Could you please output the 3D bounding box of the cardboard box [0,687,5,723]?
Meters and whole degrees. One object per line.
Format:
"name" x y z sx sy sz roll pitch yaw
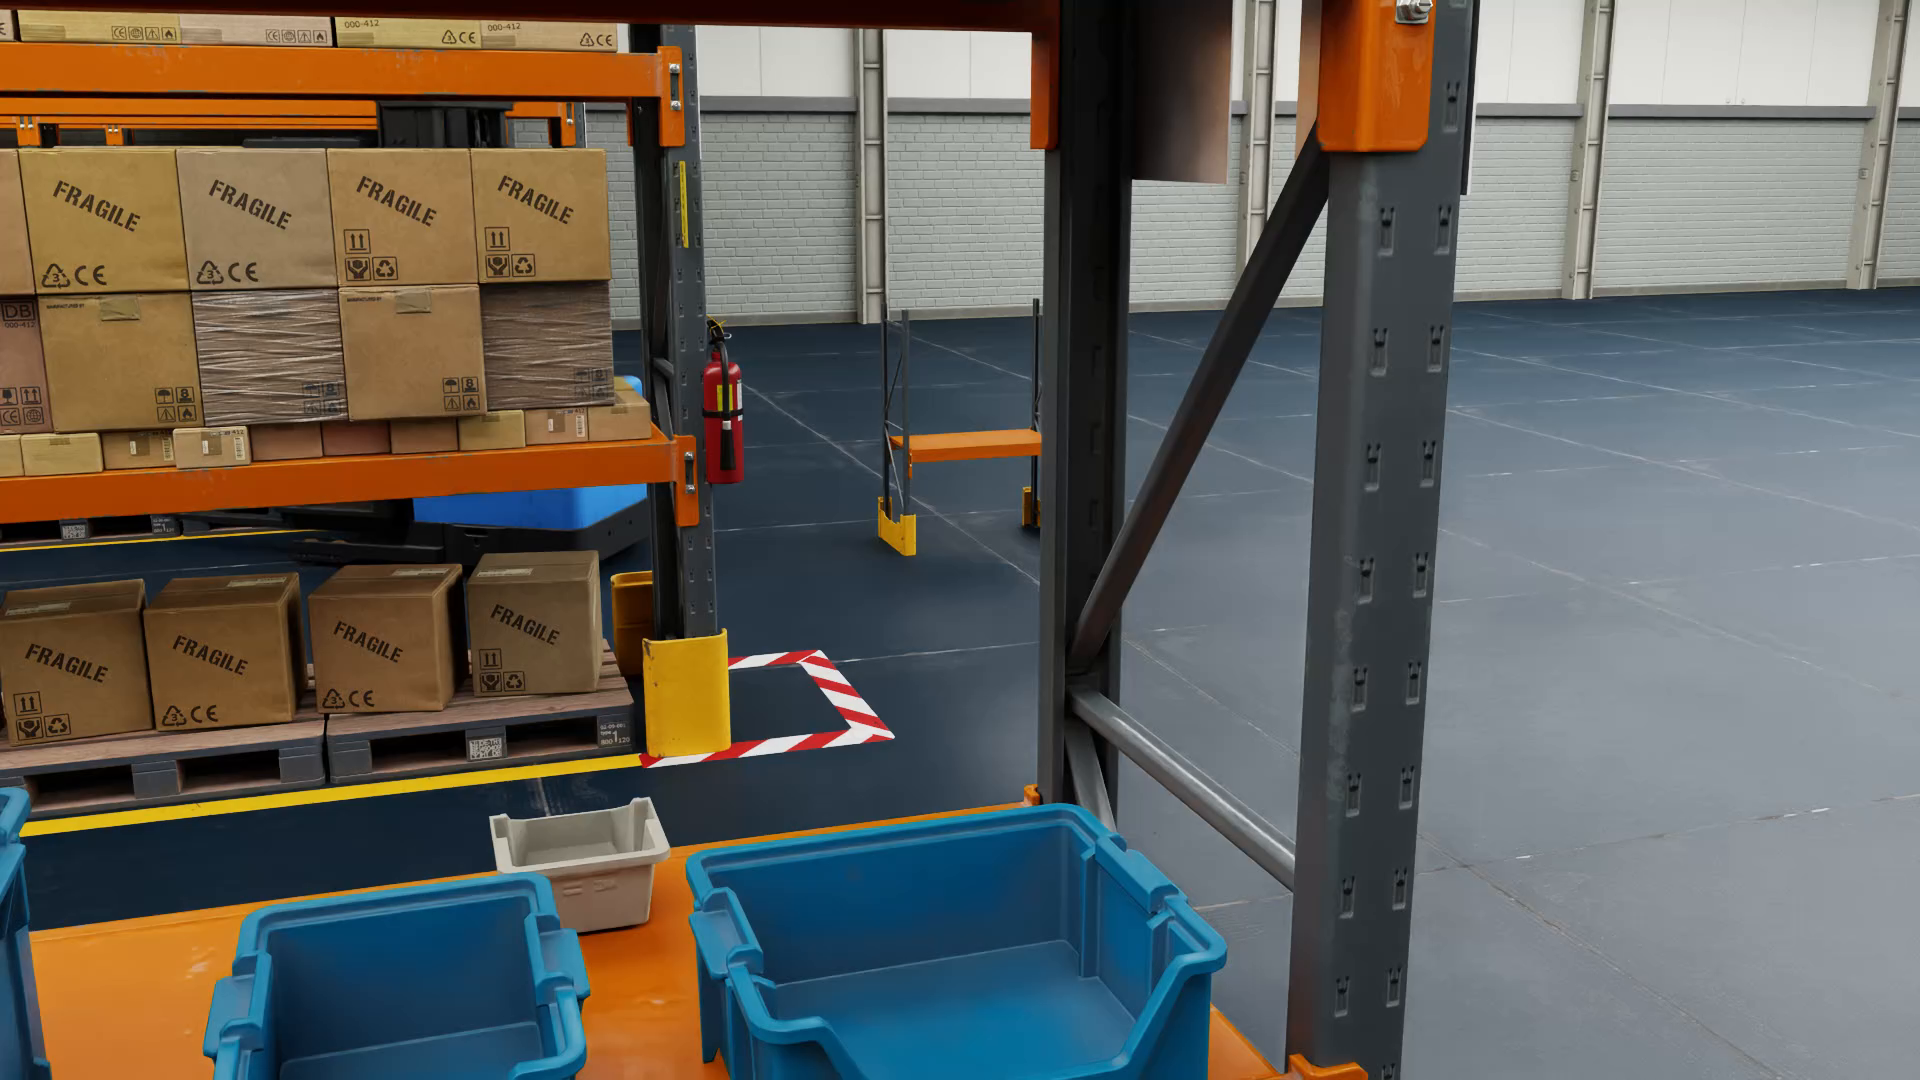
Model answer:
"cardboard box" -4.083 0.541 6.382 0.500 0.500 0.500 0 13 0

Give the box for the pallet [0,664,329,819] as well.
"pallet" -3.232 0.802 6.815 1.213 0.211 1.003 -4 14 -18

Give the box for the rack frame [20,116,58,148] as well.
"rack frame" -8.176 -2.580 15.007 0.127 3.000 1.000 -4 14 -18

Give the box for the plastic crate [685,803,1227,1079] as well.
"plastic crate" -0.023 0.560 2.129 0.616 0.251 0.499 -4 14 -18

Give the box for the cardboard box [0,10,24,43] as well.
"cardboard box" -3.533 -1.844 5.756 0.500 0.250 0.500 -5 14 -20

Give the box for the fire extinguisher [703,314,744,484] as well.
"fire extinguisher" -0.969 -0.571 6.730 0.183 0.674 0.296 -4 14 -18

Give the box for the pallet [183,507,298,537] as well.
"pallet" -4.597 -0.275 11.343 1.213 0.211 1.003 -4 14 -18

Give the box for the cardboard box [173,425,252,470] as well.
"cardboard box" -2.817 -0.379 6.298 0.250 0.149 0.380 -4 14 -18

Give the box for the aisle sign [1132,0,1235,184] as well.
"aisle sign" 0.330 -0.950 2.535 0.004 0.787 0.394 -4 14 -18

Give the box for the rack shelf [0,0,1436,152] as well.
"rack shelf" -1.540 -0.577 1.659 4.000 0.370 1.077 -4 14 -18

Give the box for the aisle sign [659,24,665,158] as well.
"aisle sign" -1.261 -2.037 7.105 0.004 0.787 0.394 -4 14 -18

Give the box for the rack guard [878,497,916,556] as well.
"rack guard" -0.400 -0.090 10.483 0.087 0.250 0.587 -4 14 -18

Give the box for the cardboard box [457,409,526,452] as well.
"cardboard box" -1.886 -0.465 6.659 0.250 0.149 0.380 -4 14 -18

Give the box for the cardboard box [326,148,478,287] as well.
"cardboard box" -2.139 -1.248 6.390 0.500 0.500 0.500 -4 14 -18

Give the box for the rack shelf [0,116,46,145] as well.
"rack shelf" -10.071 -3.542 14.122 4.000 0.370 1.077 -4 14 -18

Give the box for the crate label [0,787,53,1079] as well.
"crate label" -1.303 0.563 1.719 0.616 0.435 0.502 -4 14 -18

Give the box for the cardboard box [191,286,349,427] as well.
"cardboard box" -2.678 -0.770 6.538 0.500 0.500 0.875 -4 14 -18

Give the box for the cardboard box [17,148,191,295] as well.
"cardboard box" -3.090 -1.177 6.089 0.500 0.500 0.500 -4 14 -18

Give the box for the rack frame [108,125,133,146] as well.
"rack frame" -9.763 -3.668 19.582 0.127 3.000 1.000 -4 14 -18

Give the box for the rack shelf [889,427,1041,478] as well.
"rack shelf" 0.081 -0.561 10.537 1.000 0.185 0.538 -4 14 -18

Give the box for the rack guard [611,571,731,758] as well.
"rack guard" -1.296 0.520 7.376 0.348 0.500 1.175 -4 14 -18

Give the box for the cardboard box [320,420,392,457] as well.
"cardboard box" -2.378 -0.441 6.556 0.250 0.149 0.380 -4 14 -18

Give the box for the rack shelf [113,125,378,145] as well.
"rack shelf" -7.867 -4.925 19.939 4.000 0.370 1.077 -4 14 -18

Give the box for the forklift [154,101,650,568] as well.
"forklift" -3.525 -1.374 10.087 3.031 2.935 1.130 3 14 13

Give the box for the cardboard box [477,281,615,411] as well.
"cardboard box" -1.754 -0.860 6.919 0.500 0.500 0.875 -4 14 -18

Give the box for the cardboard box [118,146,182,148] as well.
"cardboard box" -7.199 -3.277 14.920 0.500 0.500 0.700 -4 14 -18

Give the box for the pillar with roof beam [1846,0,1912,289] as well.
"pillar with roof beam" 17.201 -7.855 24.221 0.400 9.000 9.100 -4 14 -18

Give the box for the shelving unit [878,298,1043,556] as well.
"shelving unit" 0.072 -0.735 10.493 1.083 1.500 0.587 -4 14 -18

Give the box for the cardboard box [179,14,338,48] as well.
"cardboard box" -2.561 -1.923 6.088 0.500 0.250 0.500 -4 14 -17

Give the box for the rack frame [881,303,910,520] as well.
"rack frame" -0.401 -0.698 10.338 0.032 1.500 0.500 -4 14 -18

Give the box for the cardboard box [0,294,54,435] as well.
"cardboard box" -3.642 -0.708 6.276 0.500 0.500 0.875 -4 14 -18

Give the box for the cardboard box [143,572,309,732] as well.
"cardboard box" -2.976 0.446 6.779 0.500 0.500 0.500 -3 14 -13

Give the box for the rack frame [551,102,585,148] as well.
"rack frame" -2.710 -1.797 11.715 0.127 3.000 1.000 -4 14 -18

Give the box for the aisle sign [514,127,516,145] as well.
"aisle sign" -4.234 -4.081 15.699 0.004 0.787 0.394 -4 14 -18

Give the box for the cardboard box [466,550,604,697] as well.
"cardboard box" -1.821 0.353 7.173 0.500 0.500 0.500 -2 14 -8

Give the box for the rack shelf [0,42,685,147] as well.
"rack shelf" -3.120 -1.663 6.226 4.000 0.370 1.077 -4 14 -18

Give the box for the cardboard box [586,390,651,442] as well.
"cardboard box" -1.428 -0.513 6.861 0.250 0.149 0.380 -4 14 -18

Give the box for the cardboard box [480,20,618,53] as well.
"cardboard box" -1.600 -1.997 6.397 0.500 0.250 0.500 -4 14 -17

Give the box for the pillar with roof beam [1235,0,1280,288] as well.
"pillar with roof beam" 5.827 -6.970 20.498 0.400 9.000 9.100 -4 14 -18

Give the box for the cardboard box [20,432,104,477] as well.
"cardboard box" -3.298 -0.348 6.165 0.250 0.149 0.380 -4 14 -18
